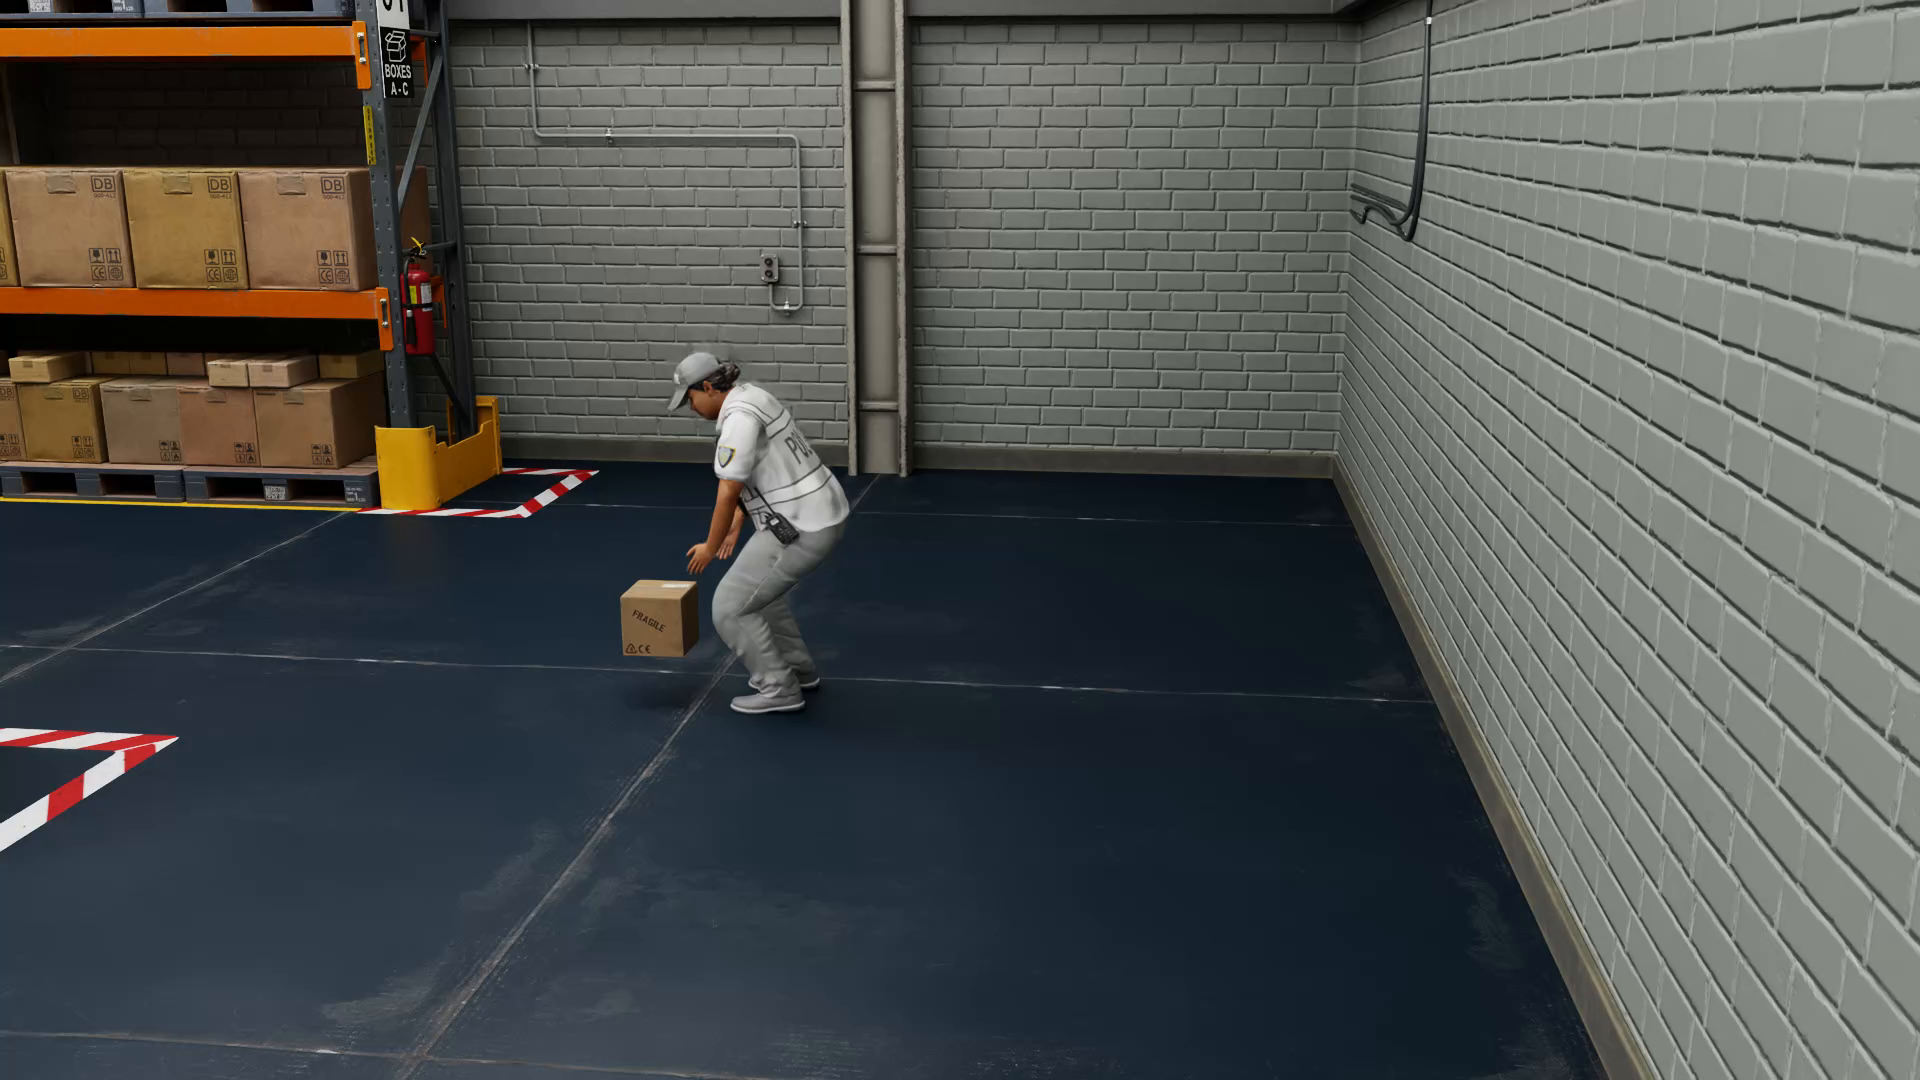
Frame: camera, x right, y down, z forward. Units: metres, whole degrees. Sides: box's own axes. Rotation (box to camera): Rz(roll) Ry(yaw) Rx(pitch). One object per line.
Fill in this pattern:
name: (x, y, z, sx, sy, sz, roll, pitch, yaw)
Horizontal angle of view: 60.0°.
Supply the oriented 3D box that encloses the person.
person: (-0.796, -0.030, 6.612, 0.691, 1.432, 0.533, 2, 15, 7)
